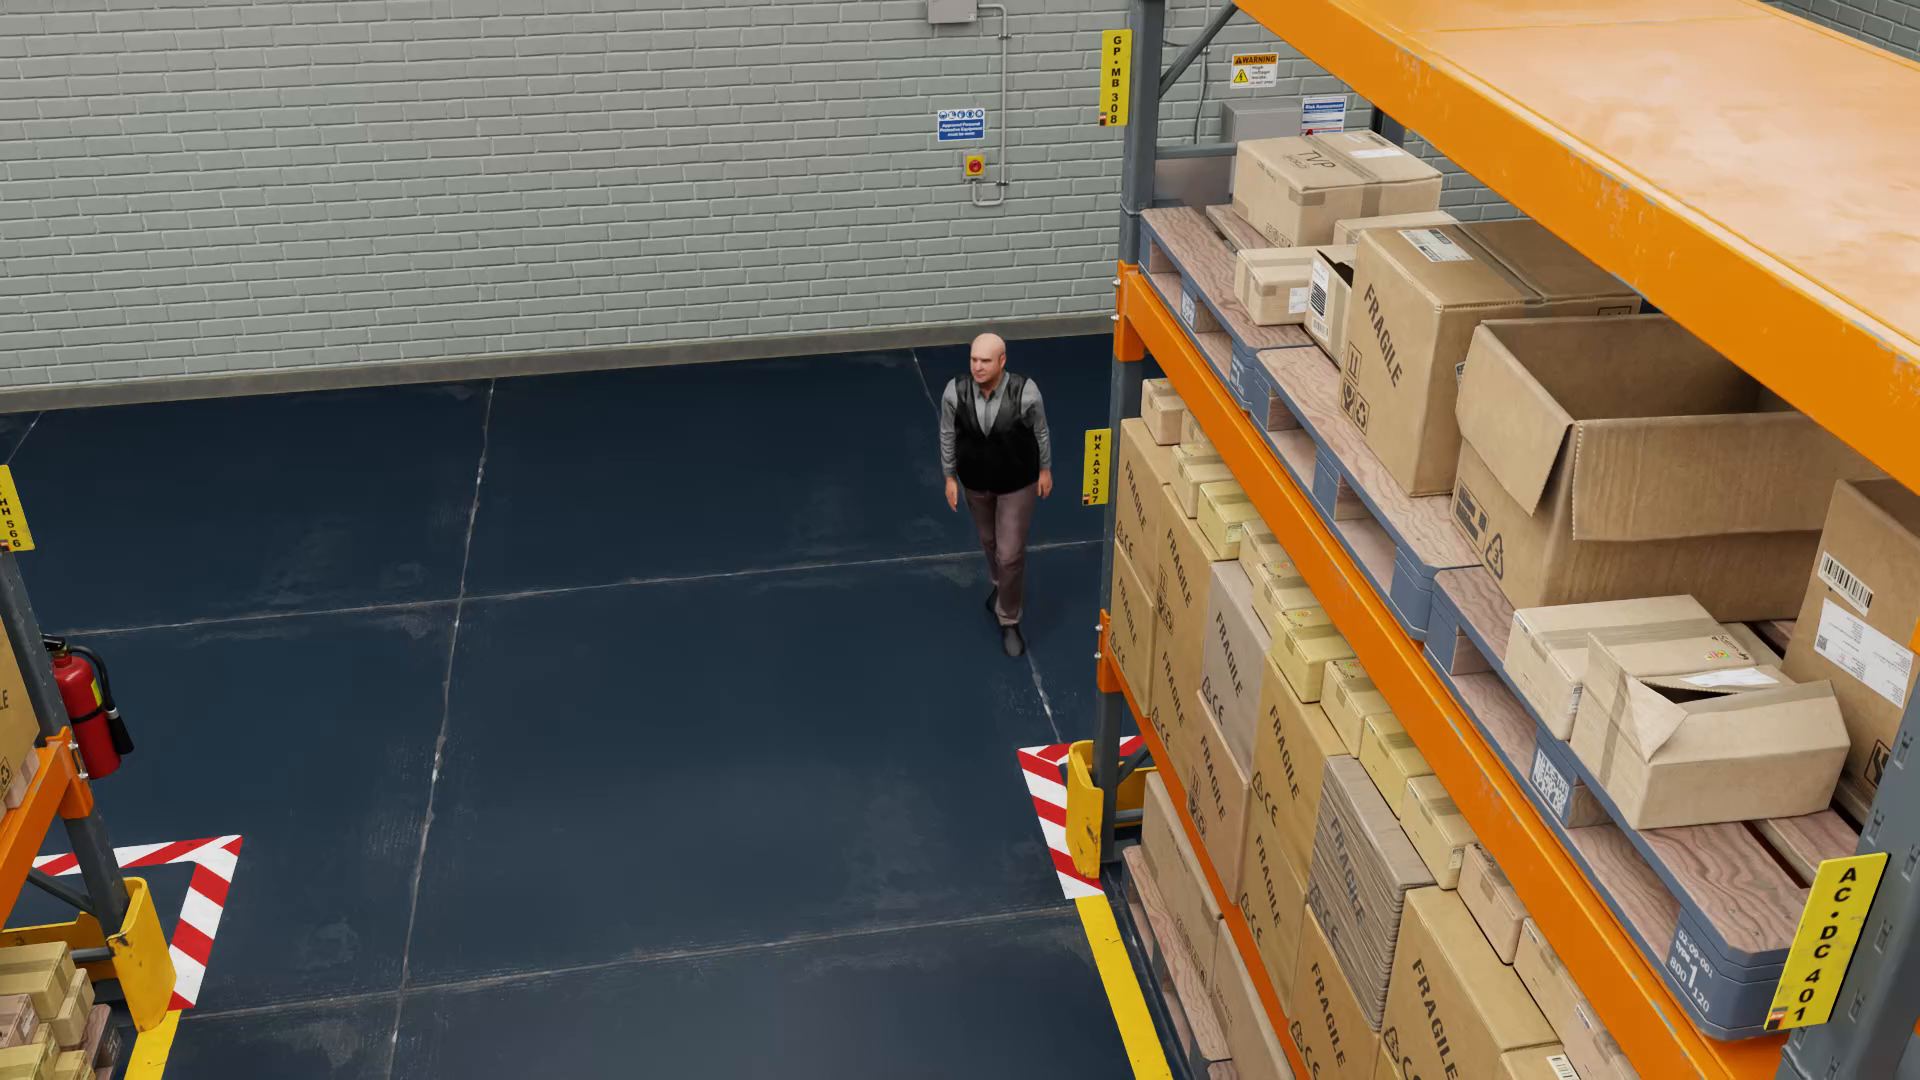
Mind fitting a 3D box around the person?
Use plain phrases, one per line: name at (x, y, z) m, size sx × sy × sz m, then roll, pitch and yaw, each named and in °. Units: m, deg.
person at (0.181, -0.293, 8.690) m, size 0.556 × 1.758 × 0.633 m, roll 10°, pitch 32°, yaw 17°
